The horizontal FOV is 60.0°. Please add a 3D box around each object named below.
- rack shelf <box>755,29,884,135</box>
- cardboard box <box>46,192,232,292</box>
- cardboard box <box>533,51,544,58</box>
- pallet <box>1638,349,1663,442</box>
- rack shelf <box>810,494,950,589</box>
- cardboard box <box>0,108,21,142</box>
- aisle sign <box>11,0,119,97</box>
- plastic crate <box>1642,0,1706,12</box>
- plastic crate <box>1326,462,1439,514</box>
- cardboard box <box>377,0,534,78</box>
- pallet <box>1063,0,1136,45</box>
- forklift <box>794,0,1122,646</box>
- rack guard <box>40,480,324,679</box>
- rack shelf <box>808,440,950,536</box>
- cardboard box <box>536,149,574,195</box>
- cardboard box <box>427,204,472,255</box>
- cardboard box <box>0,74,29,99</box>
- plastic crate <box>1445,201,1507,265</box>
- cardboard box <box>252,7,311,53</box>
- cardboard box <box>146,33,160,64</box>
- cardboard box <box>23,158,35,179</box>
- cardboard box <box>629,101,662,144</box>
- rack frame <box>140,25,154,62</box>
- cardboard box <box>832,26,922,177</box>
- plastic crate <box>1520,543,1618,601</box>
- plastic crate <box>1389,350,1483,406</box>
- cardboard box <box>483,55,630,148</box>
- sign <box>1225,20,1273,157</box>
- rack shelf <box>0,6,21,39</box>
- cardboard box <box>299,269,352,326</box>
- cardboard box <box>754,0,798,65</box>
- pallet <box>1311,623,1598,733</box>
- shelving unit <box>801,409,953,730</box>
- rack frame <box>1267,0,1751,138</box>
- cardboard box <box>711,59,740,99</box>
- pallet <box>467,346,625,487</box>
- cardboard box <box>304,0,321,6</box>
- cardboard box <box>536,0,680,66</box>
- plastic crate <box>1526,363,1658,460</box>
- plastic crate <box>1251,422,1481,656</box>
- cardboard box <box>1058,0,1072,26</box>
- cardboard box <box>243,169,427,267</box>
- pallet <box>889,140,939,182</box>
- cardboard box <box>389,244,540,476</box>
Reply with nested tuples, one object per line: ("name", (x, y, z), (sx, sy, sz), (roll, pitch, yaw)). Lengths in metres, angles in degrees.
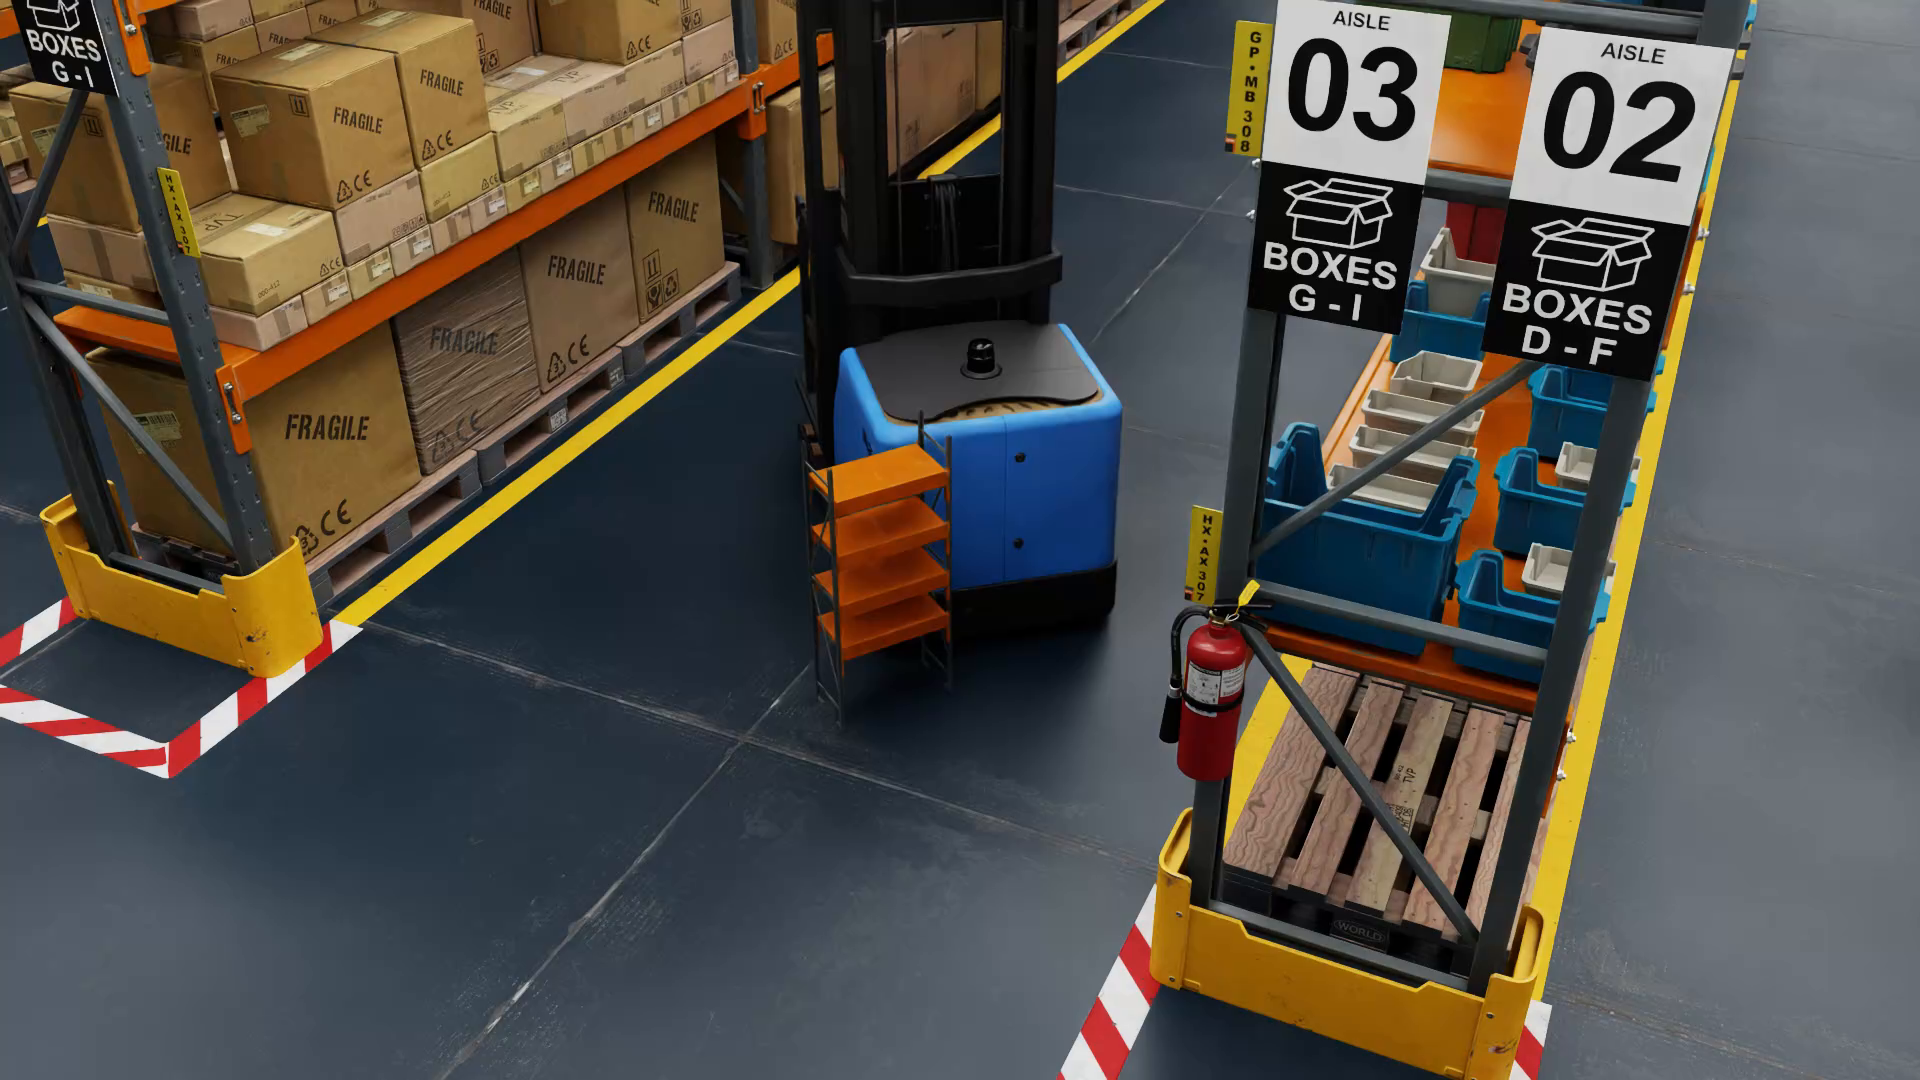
("rack shelf", (-0.776, -3.588, 11.143), (1.077, 0.370, 4.000), (14, 36, 20))
("cardboard box", (-3.325, -1.265, 6.809), (0.500, 0.250, 0.500), (14, 36, 20))
("cardboard box", (-2.260, -2.534, 8.745), (0.500, 0.250, 0.500), (14, 36, 20))
("pallet", (3.247, -0.965, 9.030), (1.003, 0.211, 1.213), (14, 36, 20))
("rack shelf", (-0.308, -0.002, 6.374), (0.480, 0.148, 0.258), (-17, 37, -24))
("cardboard box", (-6.336, -2.703, 10.811), (0.380, 0.149, 0.250), (15, 36, 22))
("aisle sign", (-3.044, -1.883, 5.516), (0.394, 0.787, 0.004), (14, 36, 20))
("plastic crate", (2.101, -1.691, 4.914), (0.504, 0.338, 0.767), (14, 36, 20))
("plastic crate", (1.389, -0.127, 5.394), (0.396, 0.136, 0.243), (14, 36, 20))
("cardboard box", (-2.472, -2.585, 8.138), (0.500, 0.500, 0.500), (13, 35, 19))
("pallet", (0.901, -4.713, 14.746), (1.003, 0.211, 1.213), (14, 36, 20))
("forklift", (-0.192, -1.587, 7.497), (1.130, 2.935, 3.031), (-8, 34, -12))
("rack guard", (-3.296, 0.156, 7.055), (1.175, 0.500, 0.348), (14, 36, 20))
("rack shelf", (-0.308, -0.200, 6.244), (0.480, 0.148, 0.258), (-17, 37, -24))
("cardboard box", (-2.088, -1.794, 7.980), (0.380, 0.149, 0.250), (15, 36, 21))
("cardboard box", (-2.410, -1.409, 7.393), (0.380, 0.149, 0.250), (13, 36, 20))
("cardboard box", (-6.577, -3.066, 11.364), (0.380, 0.149, 0.250), (16, 36, 23))
("plastic crate", (2.284, -1.421, 7.069), (0.402, 0.464, 0.583), (14, 36, 20))
("cardboard box", (-5.306, -3.783, 12.680), (0.500, 0.500, 0.500), (16, 36, 23))
("cardboard box", (-5.995, -3.638, 12.459), (0.500, 0.500, 0.500), (13, 36, 20))
("cardboard box", (-6.167, -2.535, 11.097), (0.380, 0.149, 0.250), (13, 35, 19))
("cardboard box", (-1.765, -2.177, 8.563), (0.380, 0.149, 0.250), (15, 36, 21))
("rack frame", (-6.076, -4.081, 11.239), (1.000, 3.000, 0.127), (14, 36, 20))
("cardboard box", (-0.990, -2.949, 11.066), (1.225, 0.875, 0.875), (13, 35, 19))
("plastic crate", (1.824, 0.132, 4.998), (0.250, 0.136, 0.298), (14, 36, 20))
("plastic crate", (1.725, -0.564, 6.061), (0.298, 0.136, 0.250), (14, 36, 20))
("cardboard box", (-1.987, -2.162, 8.177), (0.500, 0.250, 0.500), (15, 36, 21))
("sign", (0.706, -1.093, 4.042), (0.100, 0.325, 0.005), (14, 36, 20))
("rack shelf", (-6.912, -2.784, 9.917), (1.077, 0.370, 4.000), (14, 36, 20))
("cardboard box", (-2.732, -1.025, 6.807), (0.380, 0.149, 0.250), (14, 36, 20))
("cardboard box", (-1.193, -3.107, 9.661), (0.500, 0.500, 0.500), (14, 36, 21))
("pallet", (2.104, 0.394, 6.956), (1.003, 0.211, 1.213), (14, 36, 20))
("shelving unit", (-0.308, 0.128, 6.460), (0.503, 1.200, 0.258), (-17, 37, -24))
("rack frame", (1.212, -2.273, 3.010), (1.000, 3.000, 0.127), (14, 36, 20))
("cardboard box", (-1.443, -2.561, 9.149), (0.380, 0.149, 0.250), (14, 36, 21))
("pallet", (-2.511, -0.756, 8.711), (1.003, 0.211, 1.213), (14, 36, 20))
("cardboard box", (-5.088, -4.351, 12.863), (0.500, 0.250, 0.500), (16, 36, 22))
("cardboard box", (-1.776, -2.729, 8.359), (0.500, 0.500, 0.500), (15, 36, 21))
("plastic crate", (2.166, -0.423, 5.757), (0.416, 0.233, 0.300), (14, 36, 20))
("plastic crate", (1.183, -0.014, 4.949), (0.616, 0.435, 0.499), (14, 36, 20))
("cardboard box", (0.543, -4.641, 13.971), (0.700, 0.500, 0.500), (11, 35, 17))
("cardboard box", (-2.629, -1.400, 7.015), (0.500, 0.250, 0.500), (14, 36, 20))
("pallet", (-0.849, -2.738, 11.734), (1.003, 0.211, 1.213), (14, 36, 20))
("cardboard box", (-2.710, -0.978, 8.061), (0.875, 0.875, 0.875), (14, 36, 20))
